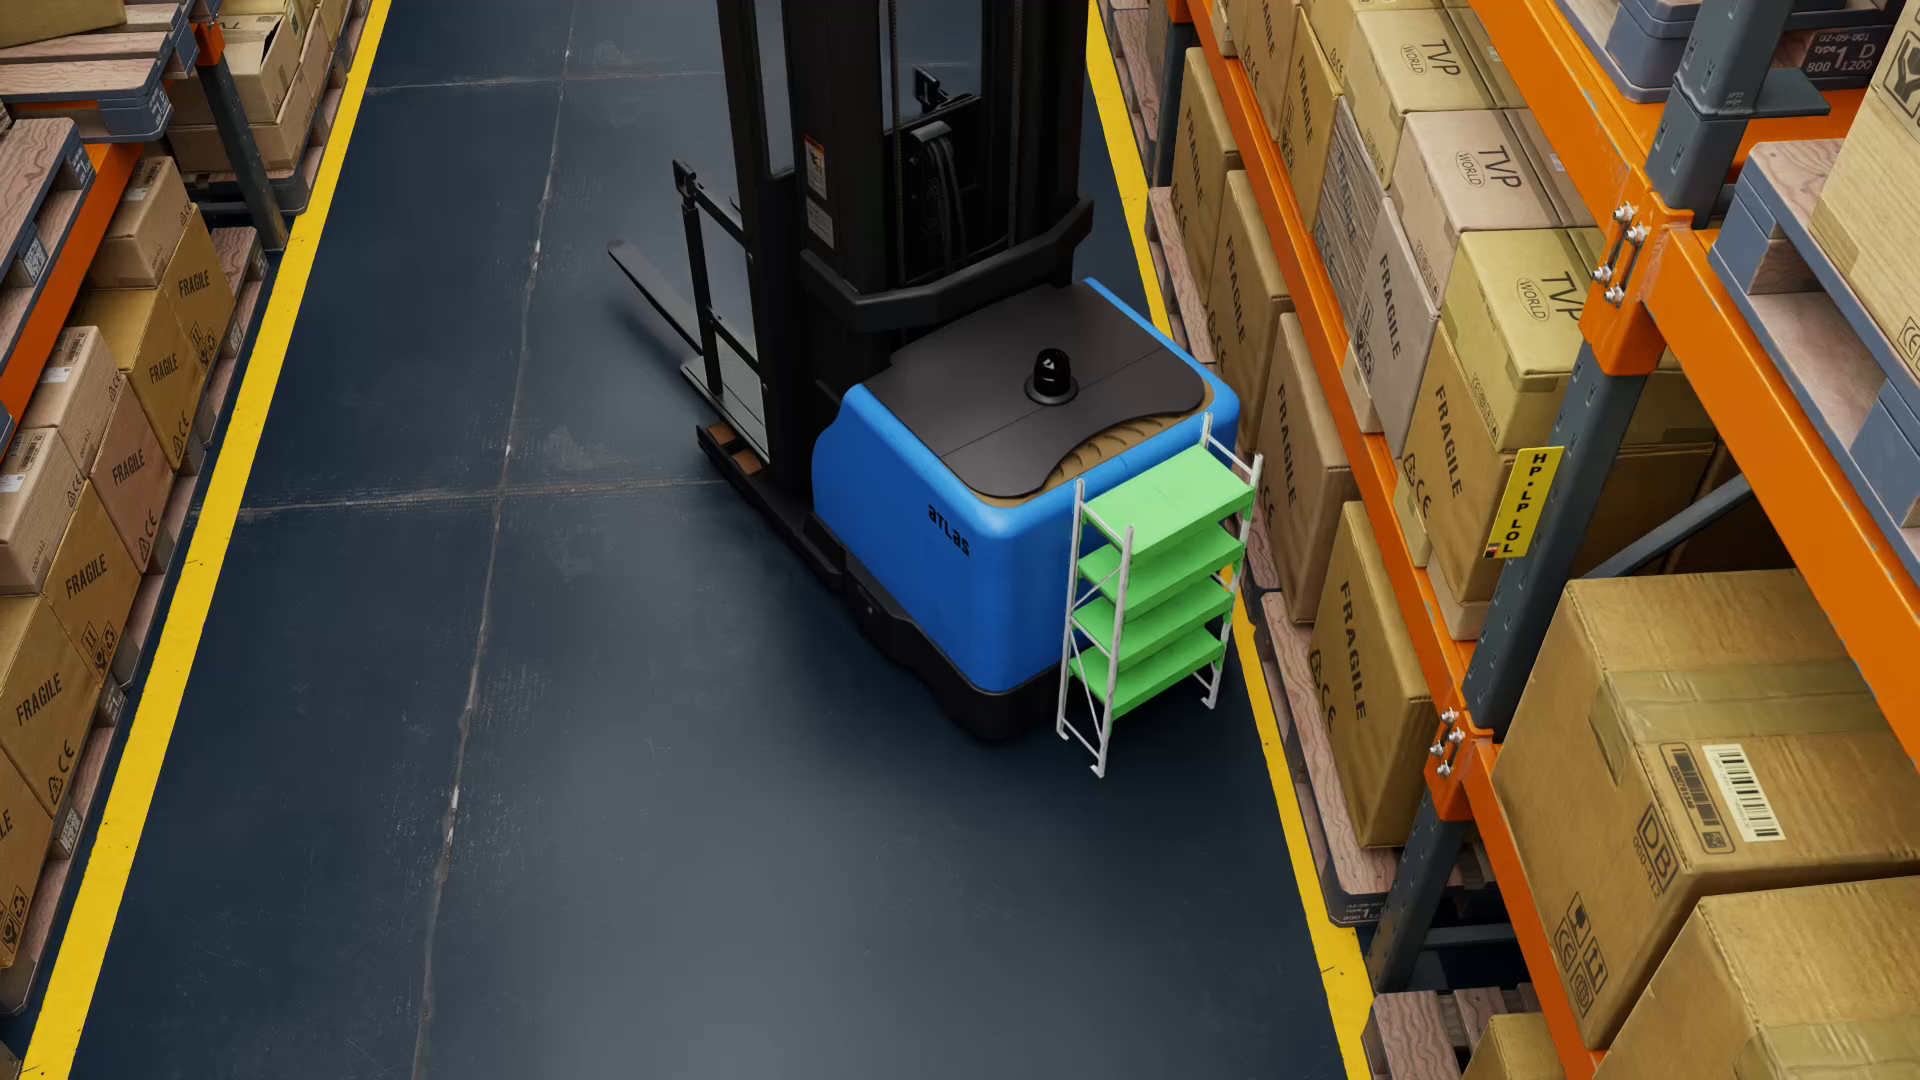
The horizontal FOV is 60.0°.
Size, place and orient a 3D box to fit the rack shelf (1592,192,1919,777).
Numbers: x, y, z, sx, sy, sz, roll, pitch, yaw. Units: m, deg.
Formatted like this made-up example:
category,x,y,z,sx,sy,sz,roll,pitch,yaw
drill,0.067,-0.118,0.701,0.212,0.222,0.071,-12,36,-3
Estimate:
category,x,y,z,sx,sy,sz,roll,pitch,yaw
rack shelf,1.899,0.918,1.744,1.077,0.370,4.000,-3,47,-3

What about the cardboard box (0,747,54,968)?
category,x,y,z,sx,sy,sz,roll,pitch,yaw
cardboard box,-3.002,0.903,4.748,0.500,0.500,0.500,-5,47,-5

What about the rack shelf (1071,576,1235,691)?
category,x,y,z,sx,sy,sz,roll,pitch,yaw
rack shelf,0.603,0.246,5.276,0.480,0.148,0.258,-28,53,-24

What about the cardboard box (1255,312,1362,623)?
category,x,y,z,sx,sy,sz,roll,pitch,yaw
cardboard box,1.470,-0.255,5.617,0.750,0.750,0.750,-2,47,-2

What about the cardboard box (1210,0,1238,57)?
category,x,y,z,sx,sy,sz,roll,pitch,yaw
cardboard box,1.143,-1.927,6.168,0.380,0.149,0.250,-2,47,-2

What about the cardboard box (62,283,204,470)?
category,x,y,z,sx,sy,sz,roll,pitch,yaw
cardboard box,-3.184,-0.590,6.161,0.500,0.500,0.500,-5,47,-5

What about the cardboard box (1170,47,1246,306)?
category,x,y,z,sx,sy,sz,roll,pitch,yaw
cardboard box,1.327,-1.504,6.800,0.750,0.750,0.750,-4,47,-4

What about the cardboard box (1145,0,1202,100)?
category,x,y,z,sx,sy,sz,roll,pitch,yaw
cardboard box,1.284,-2.448,7.921,0.700,0.500,0.500,-3,47,-3

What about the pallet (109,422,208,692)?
category,x,y,z,sx,sy,sz,roll,pitch,yaw
pallet,-3.416,0.047,6.060,1.003,0.211,1.213,-3,47,-3

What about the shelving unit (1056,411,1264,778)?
category,x,y,z,sx,sy,sz,roll,pitch,yaw
shelving unit,0.603,0.202,5.230,0.503,1.200,0.258,-28,53,-24

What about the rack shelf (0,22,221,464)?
category,x,y,z,sx,sy,sz,roll,pitch,yaw
rack shelf,-3.372,-0.641,5.286,1.077,0.370,4.000,-3,47,-3

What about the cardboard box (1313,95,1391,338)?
category,x,y,z,sx,sy,sz,roll,pitch,yaw
cardboard box,1.355,-0.939,4.786,0.500,0.500,0.500,-3,47,-3

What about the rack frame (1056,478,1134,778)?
category,x,y,z,sx,sy,sz,roll,pitch,yaw
rack frame,0.405,0.306,5.132,0.015,1.200,0.240,-28,53,-24

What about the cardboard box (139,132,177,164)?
category,x,y,z,sx,sy,sz,roll,pitch,yaw
cardboard box,-3.827,-1.900,7.588,0.500,0.250,0.500,-2,47,-2

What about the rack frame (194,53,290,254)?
category,x,y,z,sx,sy,sz,roll,pitch,yaw
rack frame,-3.540,-2.335,6.395,1.000,3.000,0.127,-3,47,-3

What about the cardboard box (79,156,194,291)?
category,x,y,z,sx,sy,sz,roll,pitch,yaw
cardboard box,-3.218,-1.182,6.205,0.500,0.250,0.500,-2,47,-2

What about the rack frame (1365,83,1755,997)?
category,x,y,z,sx,sy,sz,roll,pitch,yaw
rack frame,1.731,0.255,3.942,1.000,3.000,0.127,-3,47,-3

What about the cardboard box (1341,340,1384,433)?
category,x,y,z,sx,sy,sz,roll,pitch,yaw
cardboard box,1.319,-0.452,4.771,0.380,0.149,0.250,-3,47,-3

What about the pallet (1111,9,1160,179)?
category,x,y,z,sx,sy,sz,roll,pitch,yaw
pallet,1.332,-2.245,8.231,1.003,0.211,1.213,-3,47,-3

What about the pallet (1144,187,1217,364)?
category,x,y,z,sx,sy,sz,roll,pitch,yaw
pallet,1.387,-1.105,7.151,1.003,0.211,1.213,-3,47,-3

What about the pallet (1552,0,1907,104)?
category,x,y,z,sx,sy,sz,roll,pitch,yaw
pallet,1.605,-1.371,3.548,0.805,0.209,1.217,-5,47,-5

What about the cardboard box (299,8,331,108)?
category,x,y,z,sx,sy,sz,roll,pitch,yaw
cardboard box,-3.334,-2.294,7.961,0.500,0.250,0.500,-5,47,-4

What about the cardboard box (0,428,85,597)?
category,x,y,z,sx,sy,sz,roll,pitch,yaw
cardboard box,-3.086,-0.079,5.161,0.500,0.250,0.500,-3,47,-3

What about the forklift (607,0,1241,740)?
category,x,y,z,sx,sy,sz,roll,pitch,yaw
forklift,-0.367,-1.379,5.537,1.130,2.935,3.031,-28,52,-24

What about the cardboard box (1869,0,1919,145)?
category,x,y,z,sx,sy,sz,roll,pitch,yaw
cardboard box,1.511,-0.628,1.942,0.500,0.500,0.500,-4,47,-4

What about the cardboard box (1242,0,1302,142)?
category,x,y,z,sx,sy,sz,roll,pitch,yaw
cardboard box,1.257,-1.677,5.485,0.500,0.500,0.500,-4,47,-3

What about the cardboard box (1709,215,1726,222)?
category,x,y,z,sx,sy,sz,roll,pitch,yaw
cardboard box,1.902,-0.873,4.207,0.500,0.250,0.500,-3,47,-3

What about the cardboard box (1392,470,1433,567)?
category,x,y,z,sx,sy,sz,roll,pitch,yaw
cardboard box,1.376,-0.074,4.413,0.380,0.149,0.250,-3,47,-3

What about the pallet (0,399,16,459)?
category,x,y,z,sx,sy,sz,roll,pitch,yaw
pallet,-3.163,0.040,4.278,1.003,0.211,1.213,-3,47,-3

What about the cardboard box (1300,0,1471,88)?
category,x,y,z,sx,sy,sz,roll,pitch,yaw
cardboard box,1.318,-1.577,4.873,0.500,0.250,0.500,-4,47,-4

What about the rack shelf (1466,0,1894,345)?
category,x,y,z,sx,sy,sz,roll,pitch,yaw
rack shelf,1.564,-1.976,4.485,1.077,0.370,4.000,-3,47,-3

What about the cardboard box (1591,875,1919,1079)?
category,x,y,z,sx,sy,sz,roll,pitch,yaw
cardboard box,1.816,1.074,2.960,0.980,0.700,0.700,-5,47,-4

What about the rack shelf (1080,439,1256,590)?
category,x,y,z,sx,sy,sz,roll,pitch,yaw
rack shelf,0.606,-0.081,4.925,0.480,0.148,0.258,-28,53,-24

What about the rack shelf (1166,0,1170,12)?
category,x,y,z,sx,sy,sz,roll,pitch,yaw
rack shelf,1.229,-3.838,8.315,1.077,0.370,4.000,-3,47,-3

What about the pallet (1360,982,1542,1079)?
category,x,y,z,sx,sy,sz,roll,pitch,yaw
pallet,1.717,1.769,4.429,1.003,0.211,1.213,-3,47,-3

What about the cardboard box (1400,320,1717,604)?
category,x,y,z,sx,sy,sz,roll,pitch,yaw
cardboard box,1.441,-0.207,4.093,0.500,0.500,0.500,-4,47,-4

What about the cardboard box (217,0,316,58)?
category,x,y,z,sx,sy,sz,roll,pitch,yaw
cardboard box,-3.343,-2.503,7.773,0.500,0.311,0.500,-5,47,-4

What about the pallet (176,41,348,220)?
category,x,y,z,sx,sy,sz,roll,pitch,yaw
pallet,-3.570,-1.974,7.974,1.003,0.211,1.213,-3,47,-3

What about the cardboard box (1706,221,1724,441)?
category,x,y,z,sx,sy,sz,roll,pitch,yaw
cardboard box,1.952,-0.495,3.849,0.500,0.250,0.500,-2,47,-2

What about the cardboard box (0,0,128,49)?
category,x,y,z,sx,sy,sz,roll,pitch,yaw
cardboard box,-3.375,-2.065,5.782,0.700,0.500,0.500,-18,49,-16

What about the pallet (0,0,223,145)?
category,x,y,z,sx,sy,sz,roll,pitch,yaw
pallet,-3.413,-1.783,6.005,1.213,0.211,1.003,-3,47,-3

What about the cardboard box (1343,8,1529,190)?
category,x,y,z,sx,sy,sz,roll,pitch,yaw
cardboard box,1.361,-1.208,4.524,0.500,0.250,0.500,-3,47,-3

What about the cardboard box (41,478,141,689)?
category,x,y,z,sx,sy,sz,roll,pitch,yaw
cardboard box,-3.093,0.155,5.456,0.500,0.500,0.500,-3,47,-3
